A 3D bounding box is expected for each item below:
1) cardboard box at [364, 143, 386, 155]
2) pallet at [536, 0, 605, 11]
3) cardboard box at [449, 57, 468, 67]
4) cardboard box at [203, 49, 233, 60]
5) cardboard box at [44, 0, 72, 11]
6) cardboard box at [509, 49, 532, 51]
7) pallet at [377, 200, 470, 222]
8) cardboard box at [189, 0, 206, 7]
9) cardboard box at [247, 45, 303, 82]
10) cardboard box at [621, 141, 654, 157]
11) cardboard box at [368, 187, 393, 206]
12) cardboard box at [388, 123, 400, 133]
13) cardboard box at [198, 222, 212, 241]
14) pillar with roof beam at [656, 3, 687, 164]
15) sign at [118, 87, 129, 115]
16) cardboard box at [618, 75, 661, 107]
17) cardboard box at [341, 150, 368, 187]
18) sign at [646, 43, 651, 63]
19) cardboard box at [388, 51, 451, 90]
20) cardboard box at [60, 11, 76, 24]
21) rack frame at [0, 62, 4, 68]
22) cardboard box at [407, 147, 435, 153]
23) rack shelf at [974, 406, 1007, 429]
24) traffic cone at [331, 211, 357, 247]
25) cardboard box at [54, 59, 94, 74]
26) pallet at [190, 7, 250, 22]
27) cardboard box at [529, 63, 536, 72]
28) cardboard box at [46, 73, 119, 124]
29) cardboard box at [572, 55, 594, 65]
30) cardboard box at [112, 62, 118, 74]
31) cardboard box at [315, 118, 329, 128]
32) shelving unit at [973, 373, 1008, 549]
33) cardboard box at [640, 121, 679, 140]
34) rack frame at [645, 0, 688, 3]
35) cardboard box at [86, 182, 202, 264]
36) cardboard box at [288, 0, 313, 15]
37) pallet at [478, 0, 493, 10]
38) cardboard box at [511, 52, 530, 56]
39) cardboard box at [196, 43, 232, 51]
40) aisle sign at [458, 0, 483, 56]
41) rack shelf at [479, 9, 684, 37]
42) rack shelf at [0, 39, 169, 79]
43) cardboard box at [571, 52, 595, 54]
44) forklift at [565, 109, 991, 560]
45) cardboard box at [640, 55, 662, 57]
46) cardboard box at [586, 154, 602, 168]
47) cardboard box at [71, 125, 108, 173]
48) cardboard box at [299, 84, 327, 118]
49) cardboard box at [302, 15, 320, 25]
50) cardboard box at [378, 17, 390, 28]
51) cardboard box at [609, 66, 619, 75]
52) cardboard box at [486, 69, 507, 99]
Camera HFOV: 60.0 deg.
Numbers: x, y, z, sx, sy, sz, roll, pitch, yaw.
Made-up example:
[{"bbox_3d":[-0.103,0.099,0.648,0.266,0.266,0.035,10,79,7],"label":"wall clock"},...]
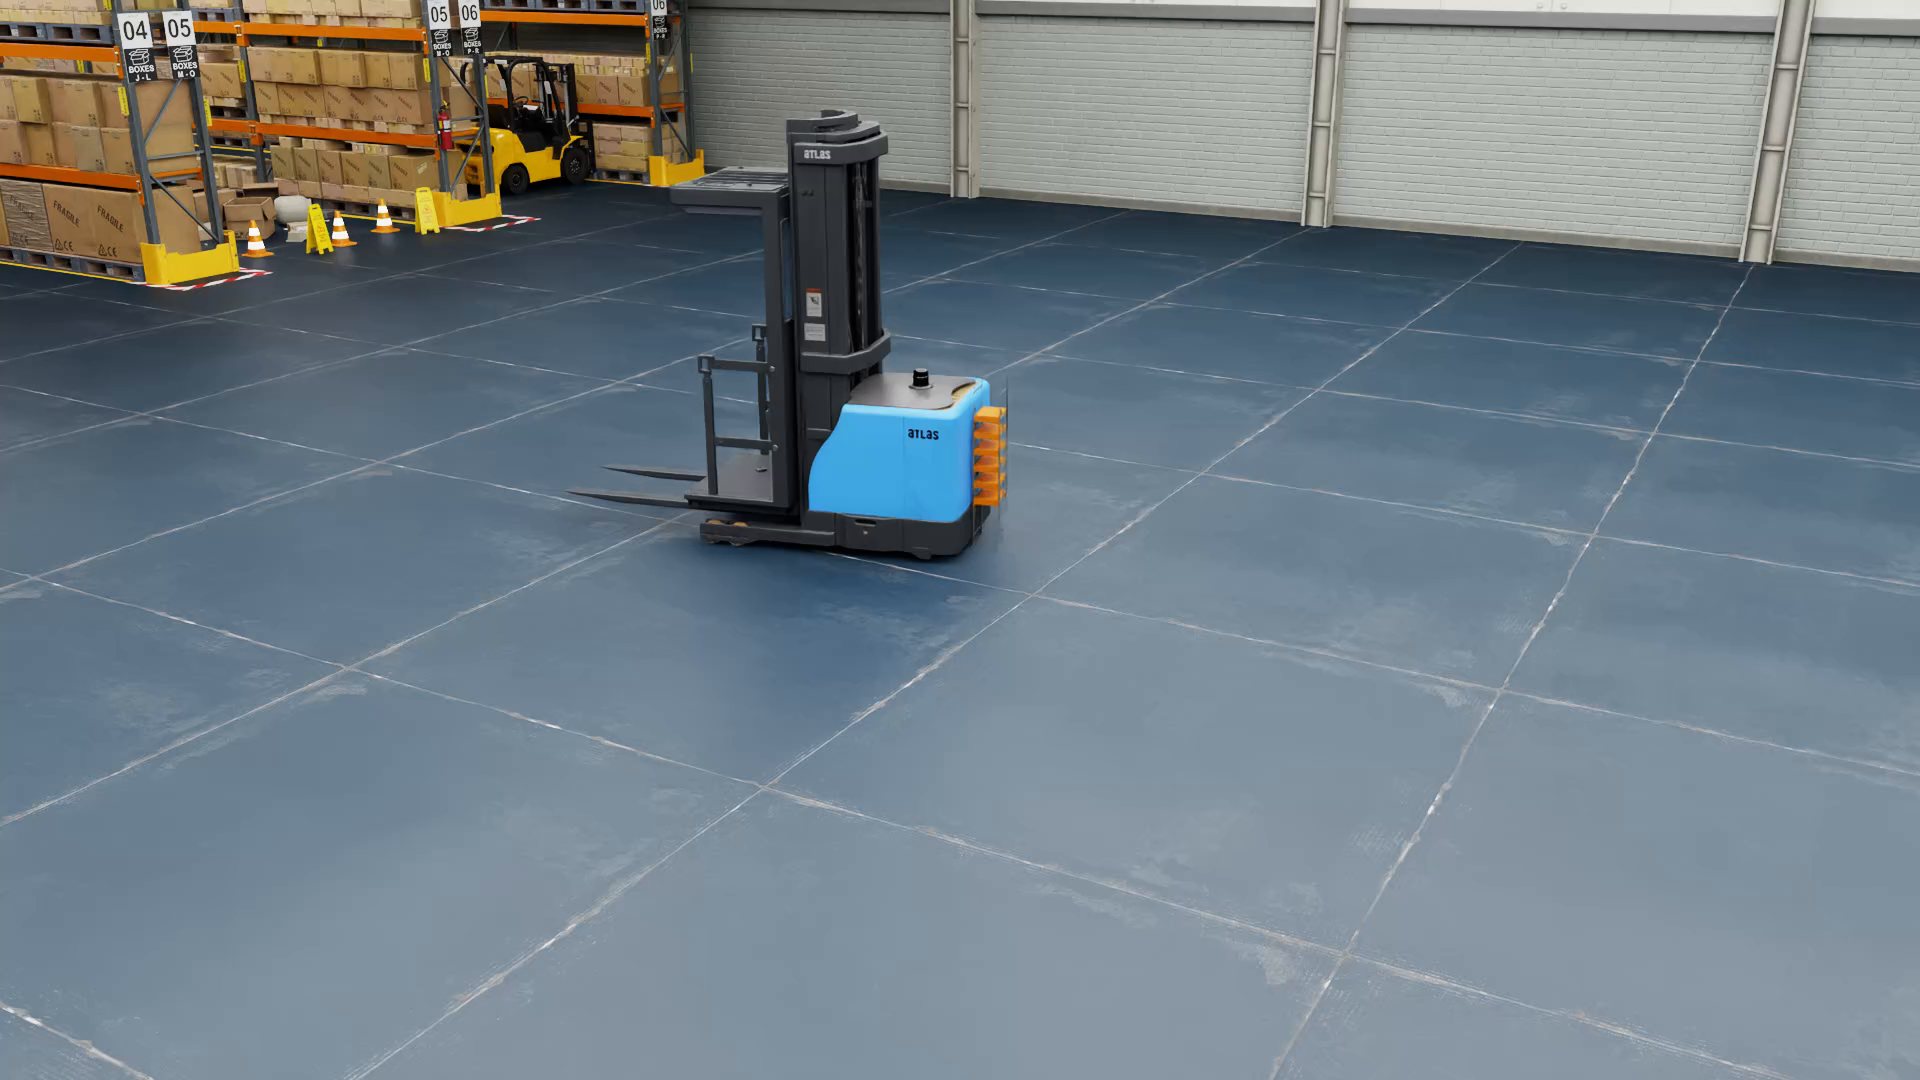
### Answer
[{"bbox_3d":[-8.798,-5.945,25.221,0.250,0.149,0.380,11,23,28],"label":"cardboard box"},{"bbox_3d":[-6.657,-9.418,29.160,1.213,0.211,1.003,11,23,27],"label":"pallet"},{"bbox_3d":[-9.304,-8.823,30.692,0.250,0.149,0.380,11,23,27],"label":"cardboard box"},{"bbox_3d":[-12.129,-7.931,27.181,0.250,0.149,0.380,12,23,30],"label":"cardboard box"},{"bbox_3d":[-10.726,-6.558,20.169,0.500,0.250,0.500,11,23,27],"label":"cardboard box"},{"bbox_3d":[-8.049,-8.915,30.510,0.250,0.149,0.380,11,23,27],"label":"cardboard box"},{"bbox_3d":[-8.159,-5.091,25.589,1.213,0.211,1.003,11,23,27],"label":"pallet"},{"bbox_3d":[-11.913,-8.585,26.339,0.500,0.250,0.500,11,23,28],"label":"cardboard box"},{"bbox_3d":[-10.614,-7.428,25.894,0.500,0.500,0.700,11,22,27],"label":"cardboard box"},{"bbox_3d":[-5.561,-6.849,29.032,0.500,0.250,0.500,10,22,27],"label":"cardboard box"},{"bbox_3d":[-8.686,-5.291,25.469,0.500,0.250,0.500,11,23,27],"label":"cardboard box"},{"bbox_3d":[-8.320,-6.182,24.877,0.250,0.149,0.380,10,22,26],"label":"cardboard box"},{"bbox_3d":[-10.820,-4.395,23.592,0.258,0.266,0.396,16,25,36],"label":"cardboard box"},{"bbox_3d":[-7.251,-9.644,25.256,0.400,9.000,9.100,11,23,27],"label":"pillar with roof beam"},{"bbox_3d":[-10.003,-5.249,19.892,0.005,0.325,0.100,11,23,27],"label":"sign"},{"bbox_3d":[-5.541,-7.772,28.746,0.500,0.500,0.500,10,22,26],"label":"cardboard box"},{"bbox_3d":[-9.122,-5.728,25.574,0.500,0.500,0.500,10,22,26],"label":"cardboard box"},{"bbox_3d":[-5.260,-8.218,28.076,0.005,0.325,0.100,11,23,27],"label":"sign"},{"bbox_3d":[-7.953,-6.920,24.494,0.500,0.500,0.700,10,22,26],"label":"cardboard box"},{"bbox_3d":[-10.626,-6.328,20.119,0.250,0.149,0.380,11,23,28],"label":"cardboard box"},{"bbox_3d":[-13.219,-5.418,22.403,0.127,3.000,1.000,11,23,27],"label":"rack frame"},{"bbox_3d":[-8.450,-5.807,25.790,0.500,0.500,0.500,10,22,25],"label":"cardboard box"},{"bbox_3d":[0.213,-0.845,11.510,0.180,0.103,0.258,5,21,14],"label":"rack shelf"},{"bbox_3d":[-8.650,-4.351,23.182,0.334,0.463,0.336,11,23,27],"label":"traffic cone"},{"bbox_3d":[-14.964,-8.099,28.180,0.500,0.500,0.500,10,22,26],"label":"cardboard box"},{"bbox_3d":[-11.380,-8.365,26.402,1.003,0.211,1.213,11,23,27],"label":"pallet"},{"bbox_3d":[-7.450,-8.423,29.588,0.250,0.149,0.380,11,22,27],"label":"cardboard box"},{"bbox_3d":[-10.979,-5.602,21.106,0.550,0.550,0.875,11,23,27],"label":"cardboard box"},{"bbox_3d":[-6.562,-8.393,29.069,0.250,0.149,0.380,11,23,28],"label":"cardboard box"},{"bbox_3d":[-13.646,-7.730,27.577,0.500,0.500,0.500,12,23,30],"label":"cardboard box"},{"bbox_3d":[-9.662,-6.427,25.552,0.250,0.149,0.380,11,23,28],"label":"cardboard box"},{"bbox_3d":[0.213,-0.549,11.618,0.189,1.200,0.258,5,21,14],"label":"shelving unit"},{"bbox_3d":[-5.311,-7.233,29.355,0.500,0.250,0.500,10,22,26],"label":"cardboard box"},{"bbox_3d":[-4.983,-10.542,27.730,0.127,3.000,1.000,11,23,27],"label":"rack frame"},{"bbox_3d":[-10.351,-4.045,21.116,0.875,0.875,0.875,11,23,28],"label":"cardboard box"},{"bbox_3d":[-9.756,-8.063,25.079,0.500,0.250,0.500,11,23,28],"label":"cardboard box"},{"bbox_3d":[-9.252,-9.850,30.502,1.217,0.209,0.805,10,22,25],"label":"pallet"},{"bbox_3d":[-7.842,-8.681,29.864,0.250,0.149,0.380,10,22,26],"label":"cardboard box"},{"bbox_3d":[-15.146,-9.815,33.760,0.500,0.500,0.700,11,23,29],"label":"cardboard box"},{"bbox_3d":[-7.195,-7.547,24.460,0.004,0.787,0.394,11,23,27],"label":"aisle sign"},{"bbox_3d":[-6.729,-9.126,29.281,4.000,0.370,1.077,11,23,27],"label":"rack shelf"},{"bbox_3d":[-11.473,-6.157,21.097,4.000,0.370,1.077,11,23,27],"label":"rack shelf"},{"bbox_3d":[-6.741,-8.641,29.755,0.250,0.149,0.380,12,23,29],"label":"cardboard box"},{"bbox_3d":[-1.349,-1.502,11.706,3.031,2.935,1.130,5,21,14],"label":"forklift"},{"bbox_3d":[-5.374,-8.396,29.077,0.250,0.149,0.380,12,23,29],"label":"cardboard box"},{"bbox_3d":[-6.409,-6.782,29.579,0.500,0.250,0.500,11,23,28],"label":"cardboard box"},{"bbox_3d":[-10.563,-4.957,20.910,0.550,0.550,0.875,11,23,27],"label":"cardboard box"},{"bbox_3d":[-9.763,-6.775,25.561,0.500,0.500,0.500,11,22,27],"label":"cardboard box"},{"bbox_3d":[-9.658,-7.835,25.036,0.250,0.149,0.380,10,22,26],"label":"cardboard box"},{"bbox_3d":[-8.297,-7.597,24.380,0.250,0.149,0.380,12,23,29],"label":"cardboard box"},{"bbox_3d":[-5.857,-8.143,28.816,0.250,0.149,0.380,11,23,28],"label":"cardboard box"},{"bbox_3d":[-8.215,-8.282,30.152,0.500,0.500,0.500,10,22,26],"label":"cardboard box"}]
